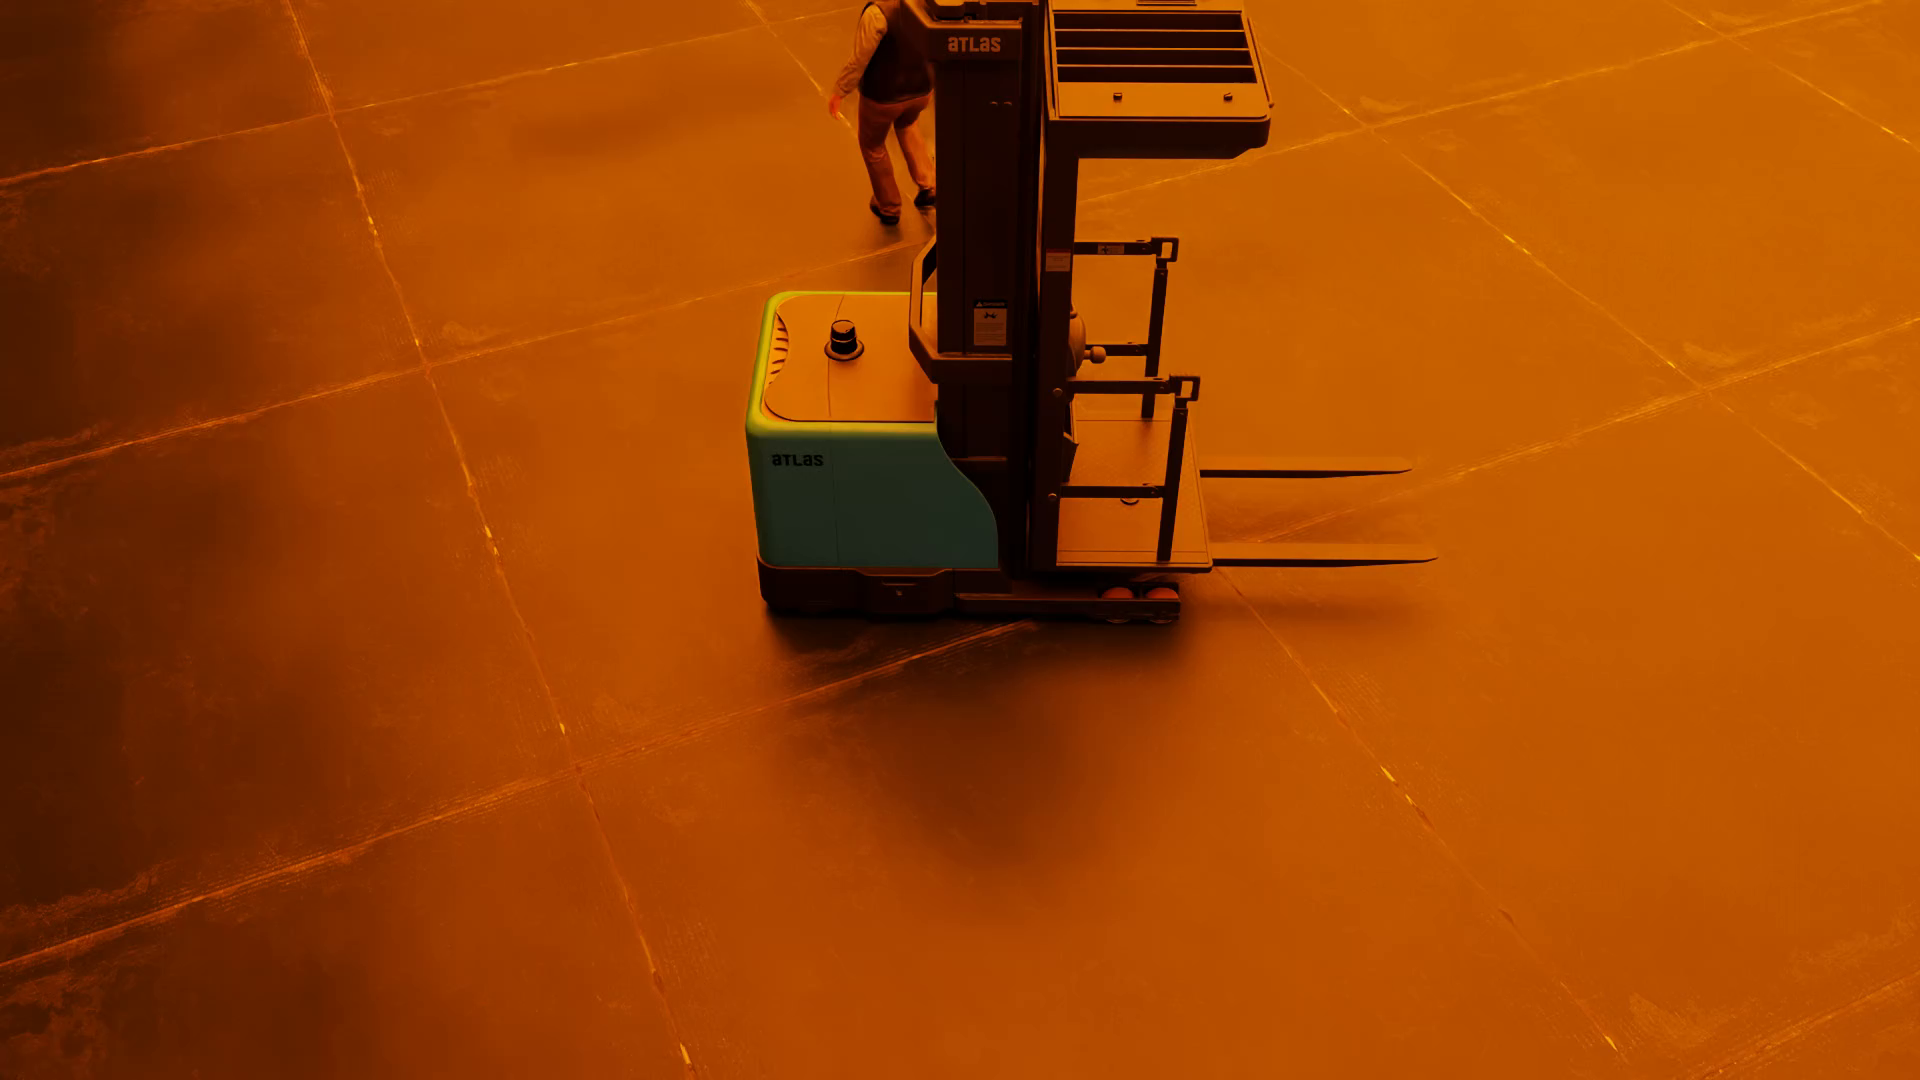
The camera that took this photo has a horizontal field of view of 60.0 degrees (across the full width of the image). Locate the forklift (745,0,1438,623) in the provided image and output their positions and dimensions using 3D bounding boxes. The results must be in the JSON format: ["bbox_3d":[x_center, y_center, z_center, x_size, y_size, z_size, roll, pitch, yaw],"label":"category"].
[{"bbox_3d":[0.623,-1.067,6.823,3.031,2.935,1.130,0,43,0],"label":"forklift"}]

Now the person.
[{"bbox_3d":[-0.415,-2.527,9.305,0.760,1.688,0.481,-22,47,-22],"label":"person"}]
